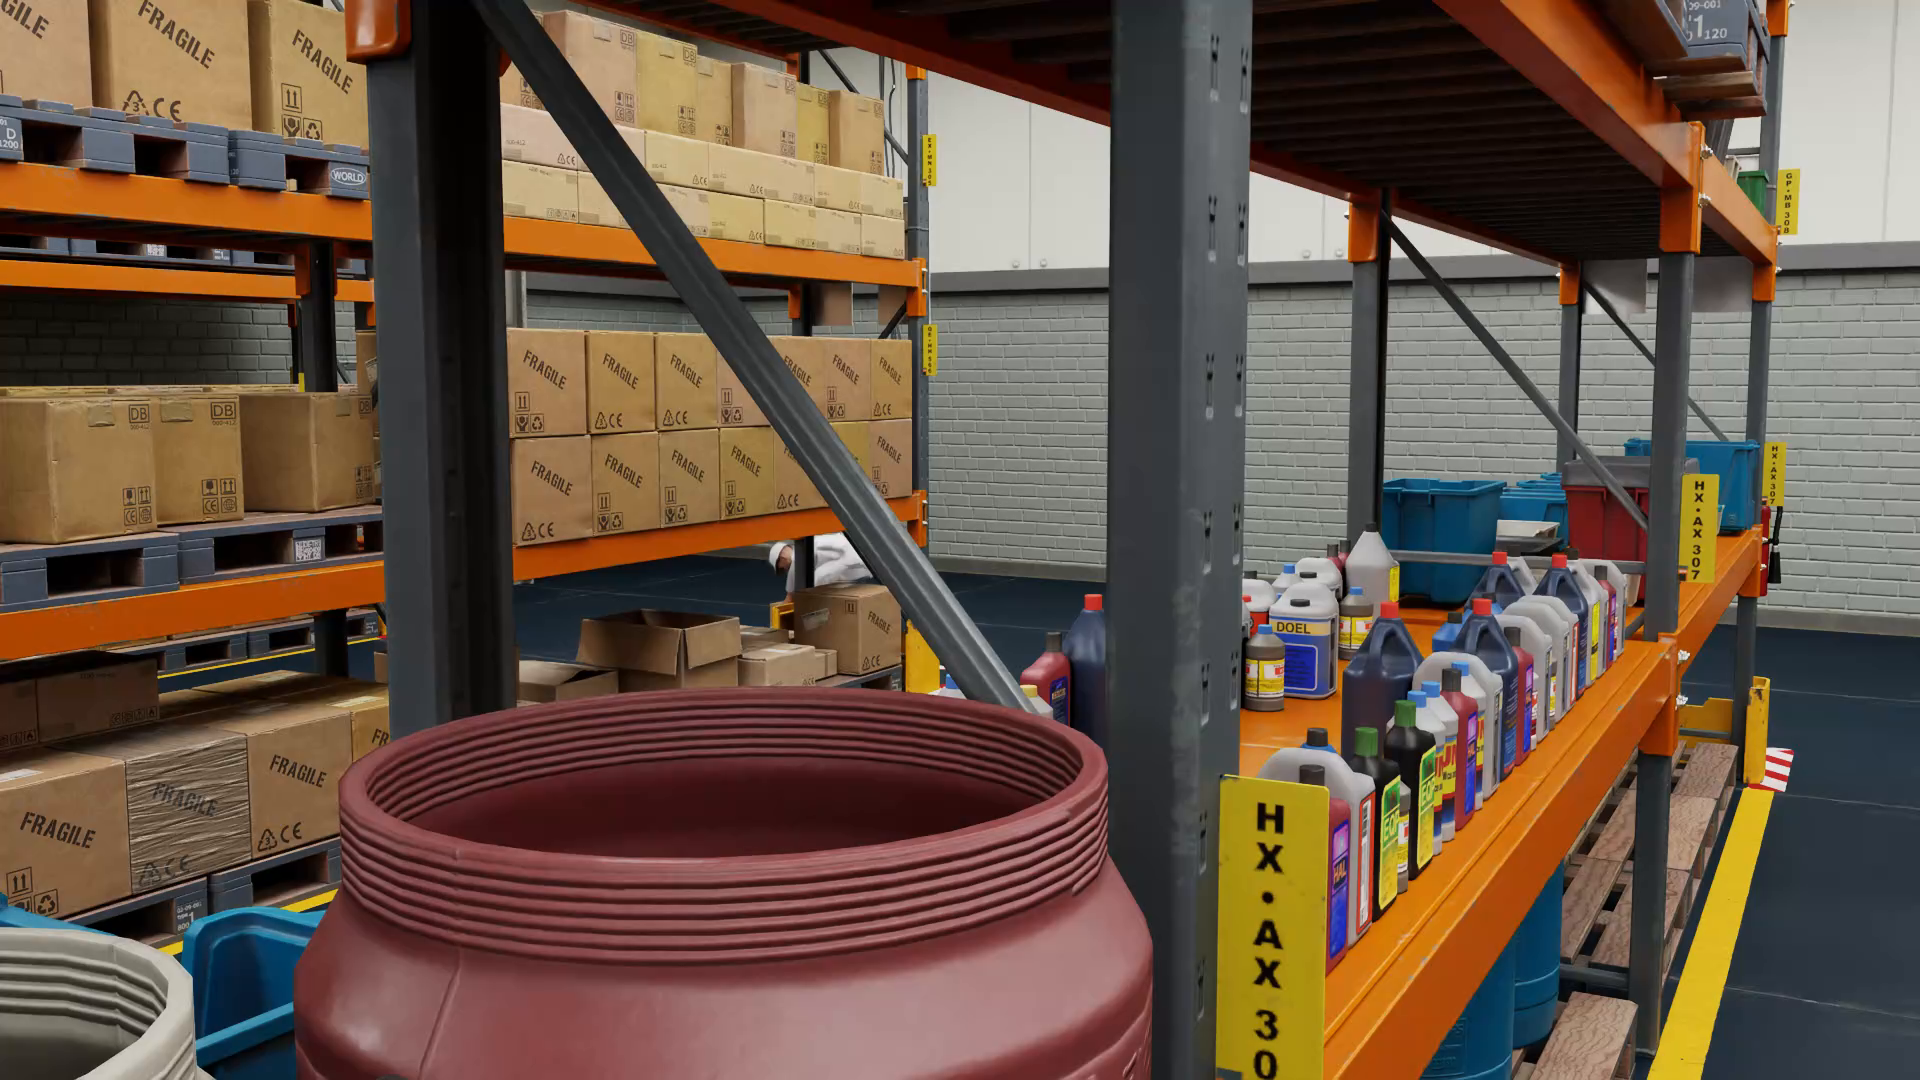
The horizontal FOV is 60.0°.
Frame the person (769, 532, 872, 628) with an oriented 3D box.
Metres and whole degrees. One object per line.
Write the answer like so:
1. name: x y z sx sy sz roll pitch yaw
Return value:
1. person: -1.086 0.362 13.175 0.965 0.869 0.532 3 7 27
